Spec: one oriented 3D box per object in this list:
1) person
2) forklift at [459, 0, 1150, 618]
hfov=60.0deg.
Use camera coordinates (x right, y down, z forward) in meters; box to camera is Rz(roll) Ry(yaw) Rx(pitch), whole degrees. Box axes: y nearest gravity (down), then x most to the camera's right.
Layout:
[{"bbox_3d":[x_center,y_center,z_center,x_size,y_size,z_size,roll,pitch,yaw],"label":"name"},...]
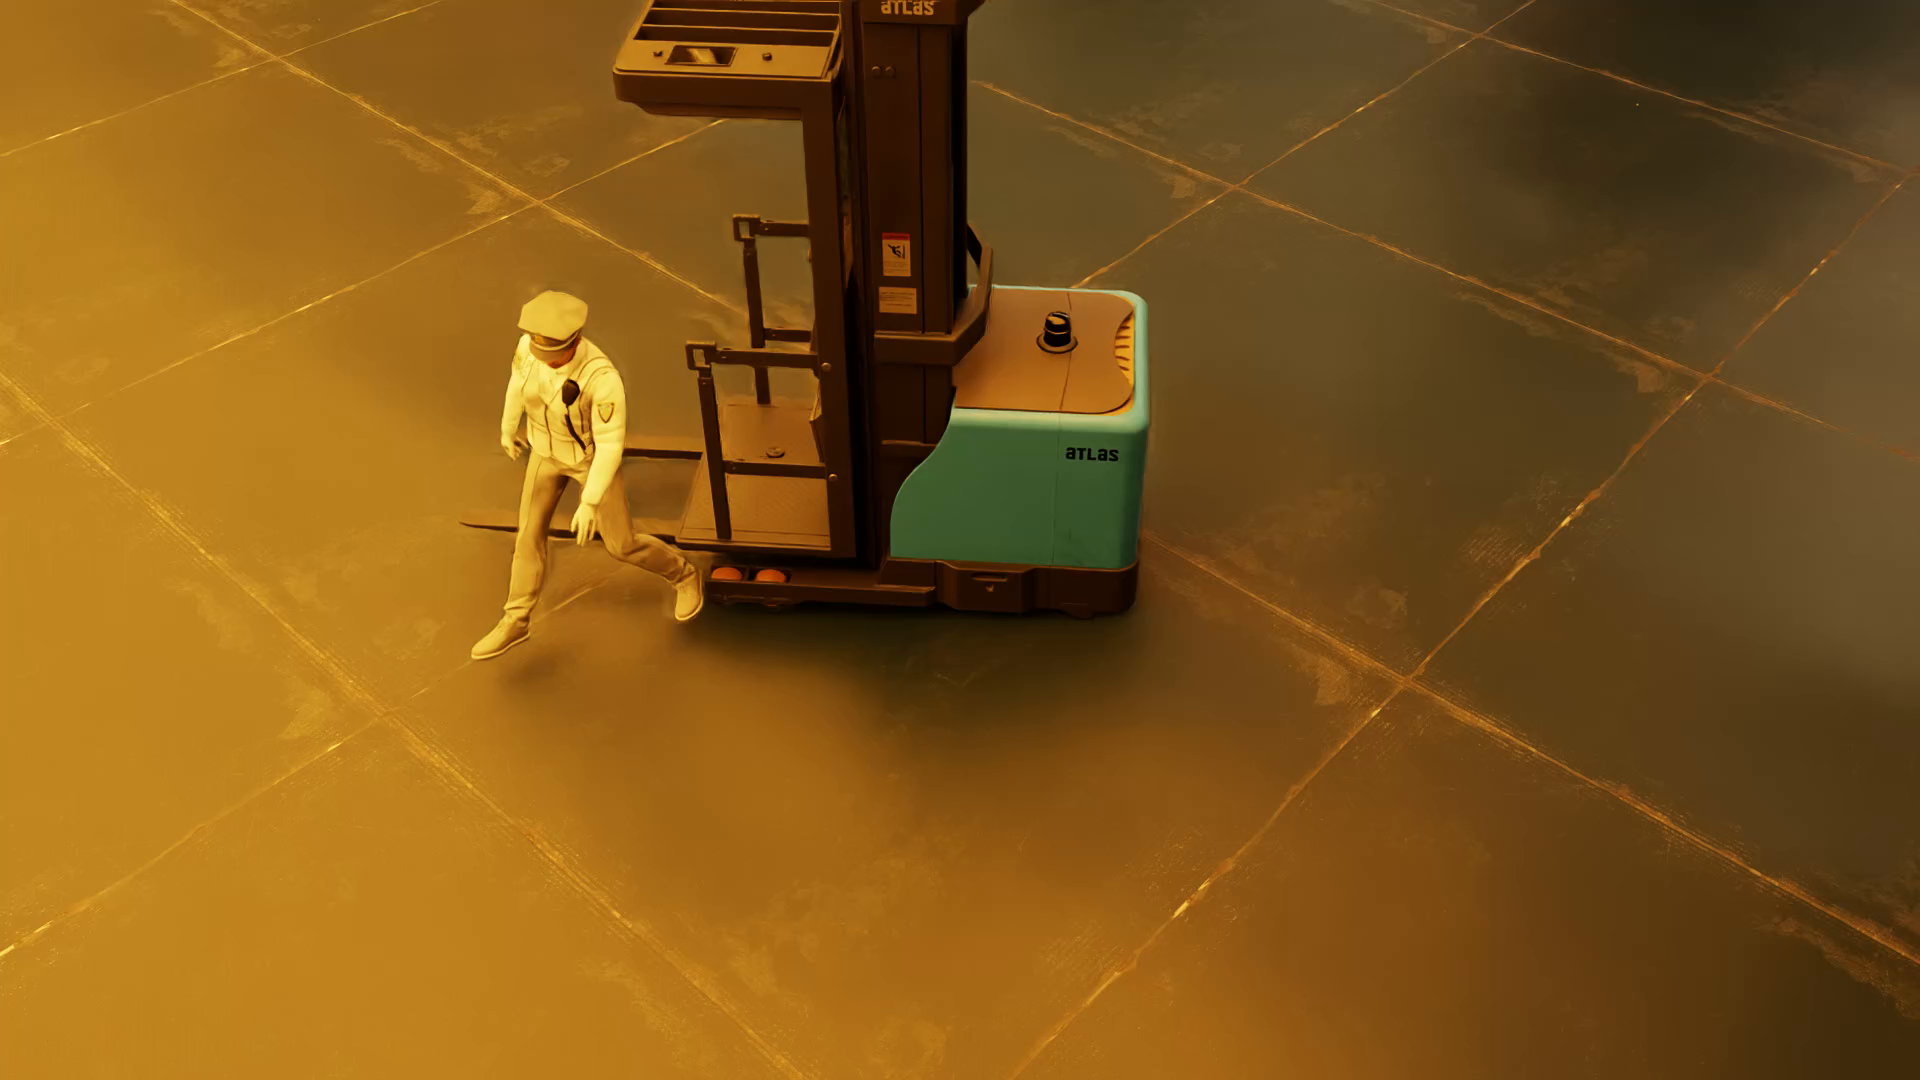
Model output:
[{"bbox_3d":[-1.598,-0.220,6.613,0.822,1.549,0.900,18,44,20],"label":"person"},{"bbox_3d":[-0.706,-1.159,6.780,3.031,2.935,1.130,3,41,4],"label":"forklift"}]
